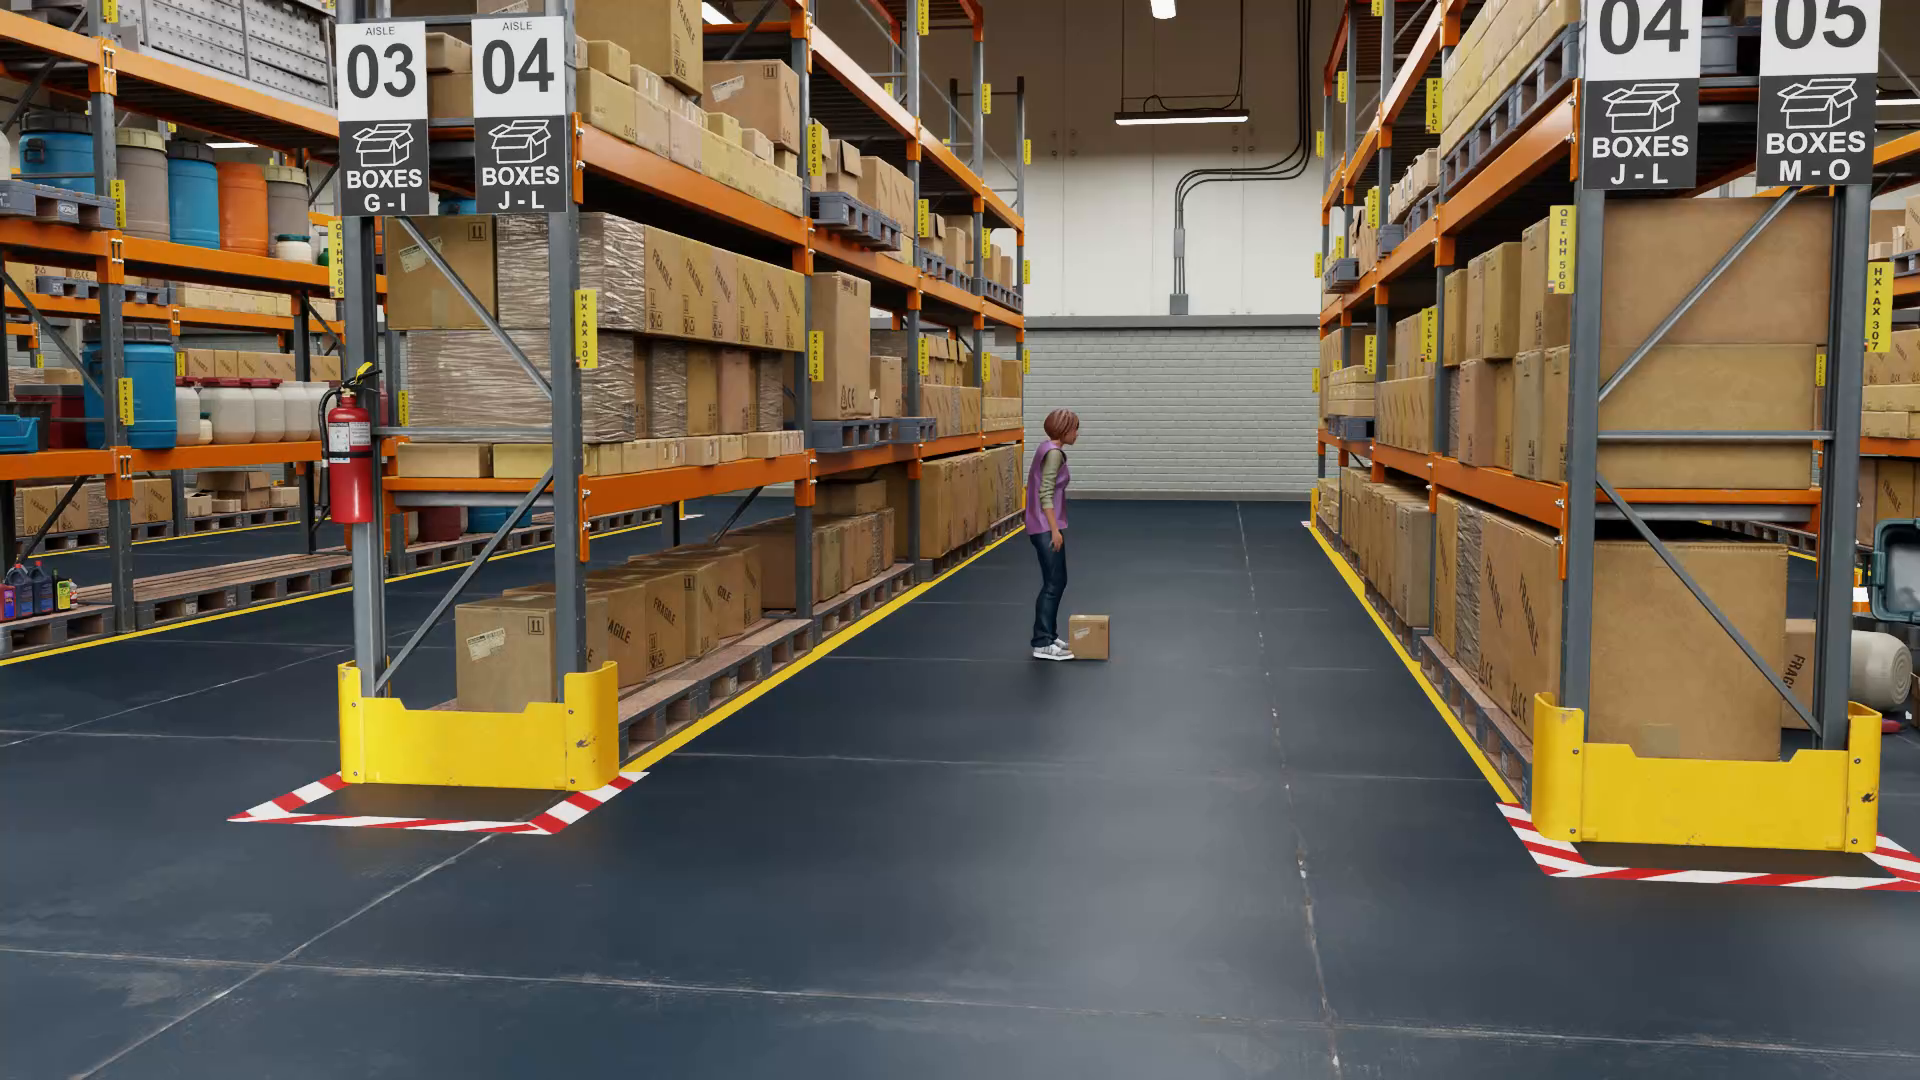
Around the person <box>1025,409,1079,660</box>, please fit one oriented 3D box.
[{"bbox_3d":[0.589,-0.046,10.696,0.346,1.593,0.484,0,5,5],"label":"person"}]
